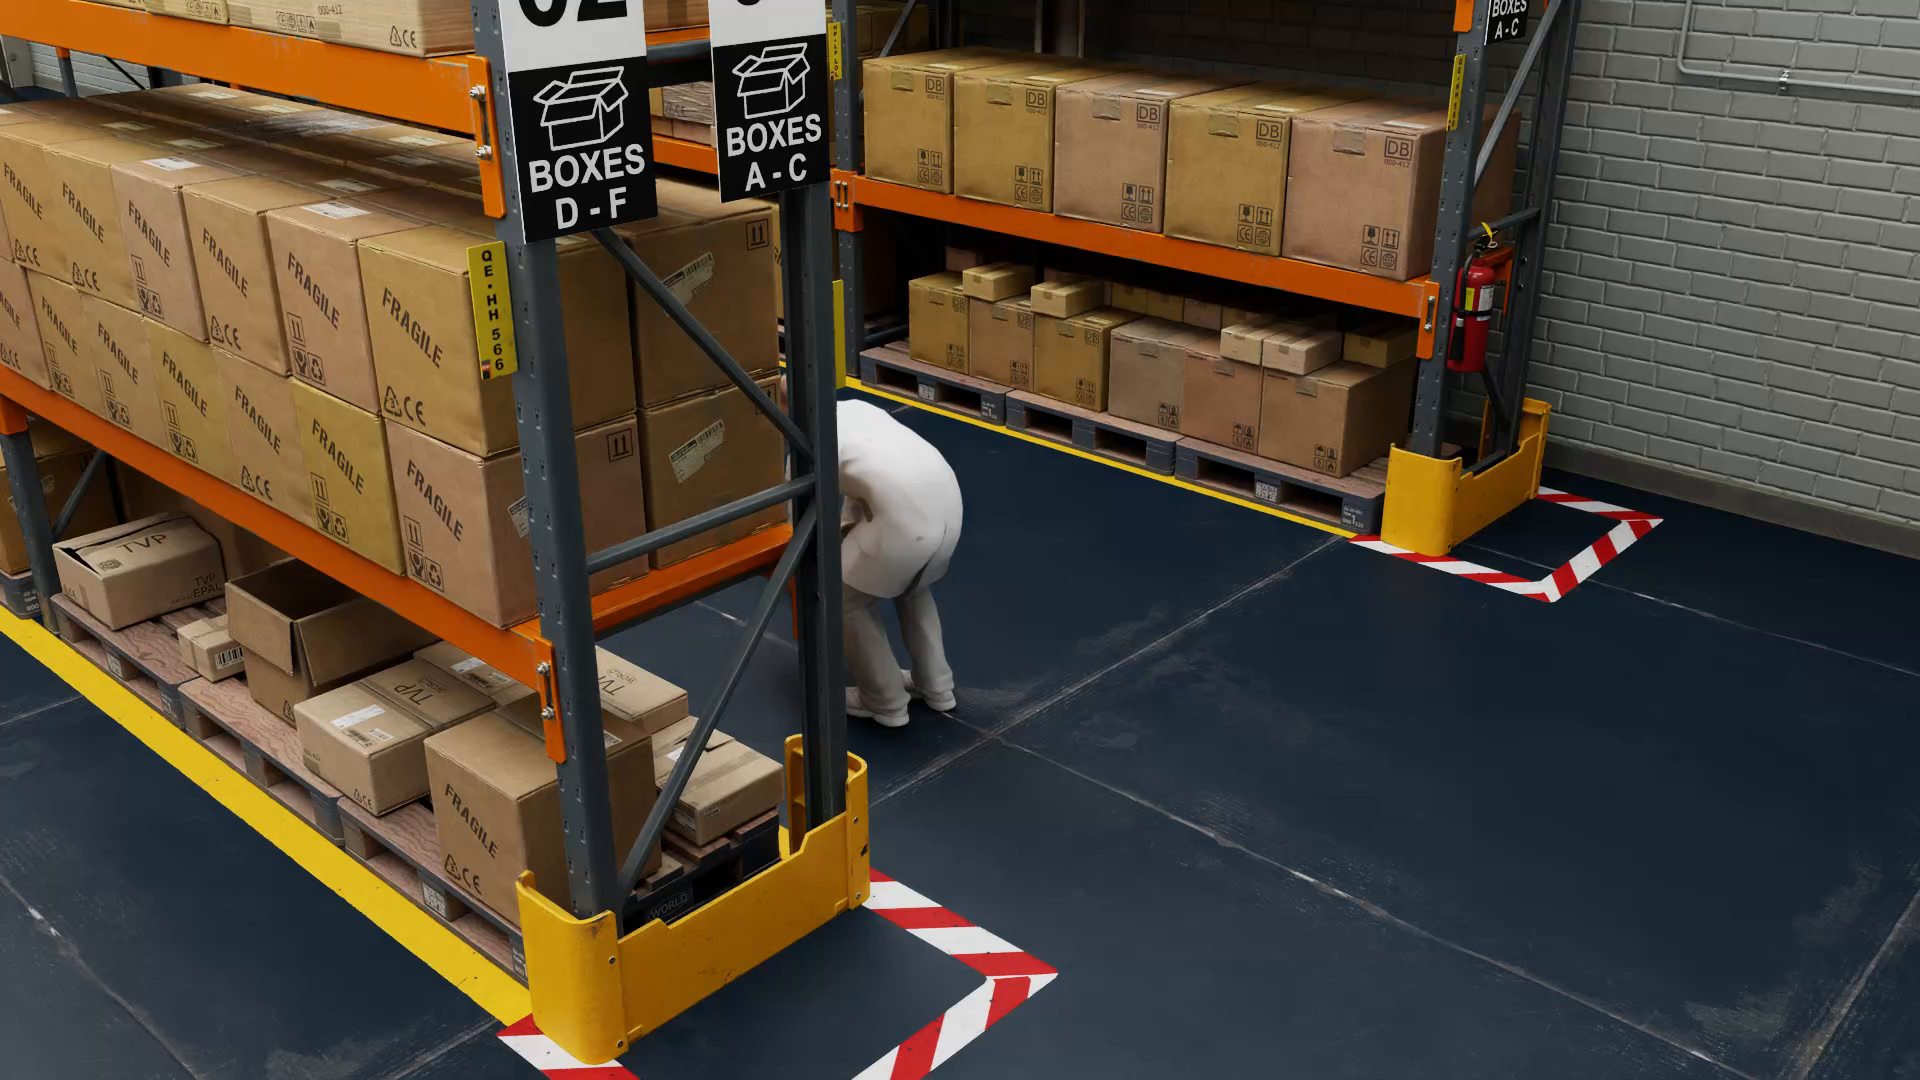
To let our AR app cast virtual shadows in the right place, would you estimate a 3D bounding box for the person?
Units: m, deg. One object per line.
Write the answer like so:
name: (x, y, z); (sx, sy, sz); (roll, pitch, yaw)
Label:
person: (-0.391, 0.046, 6.626); (0.900, 1.289, 0.561); (18, 30, 36)
